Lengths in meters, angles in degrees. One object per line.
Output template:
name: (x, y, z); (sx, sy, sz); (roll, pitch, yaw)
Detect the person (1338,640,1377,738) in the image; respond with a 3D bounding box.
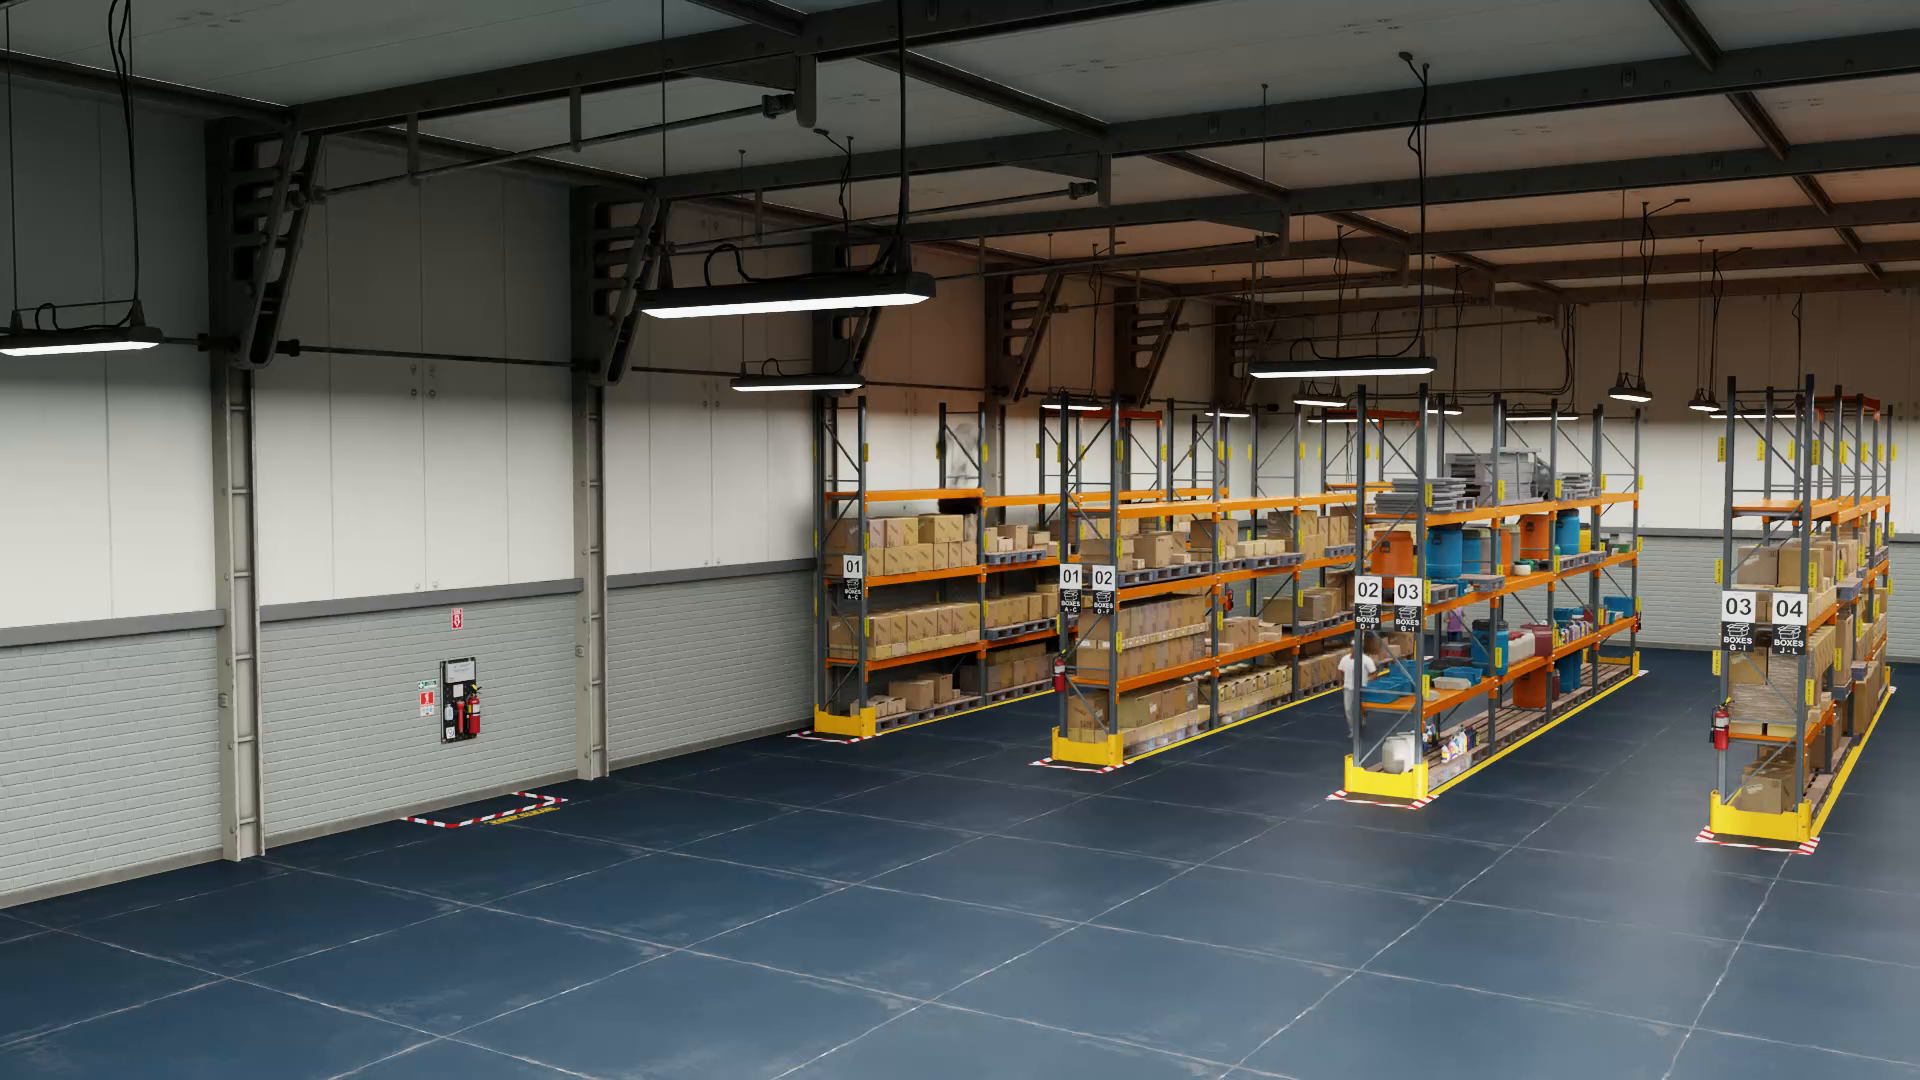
person: (6.984, 2.608, 29.338); (0.702, 1.726, 0.598); (2, 3, 31)

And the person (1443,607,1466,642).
person: (11.526, 2.193, 38.773); (0.533, 1.511, 0.844); (1, 3, 17)
